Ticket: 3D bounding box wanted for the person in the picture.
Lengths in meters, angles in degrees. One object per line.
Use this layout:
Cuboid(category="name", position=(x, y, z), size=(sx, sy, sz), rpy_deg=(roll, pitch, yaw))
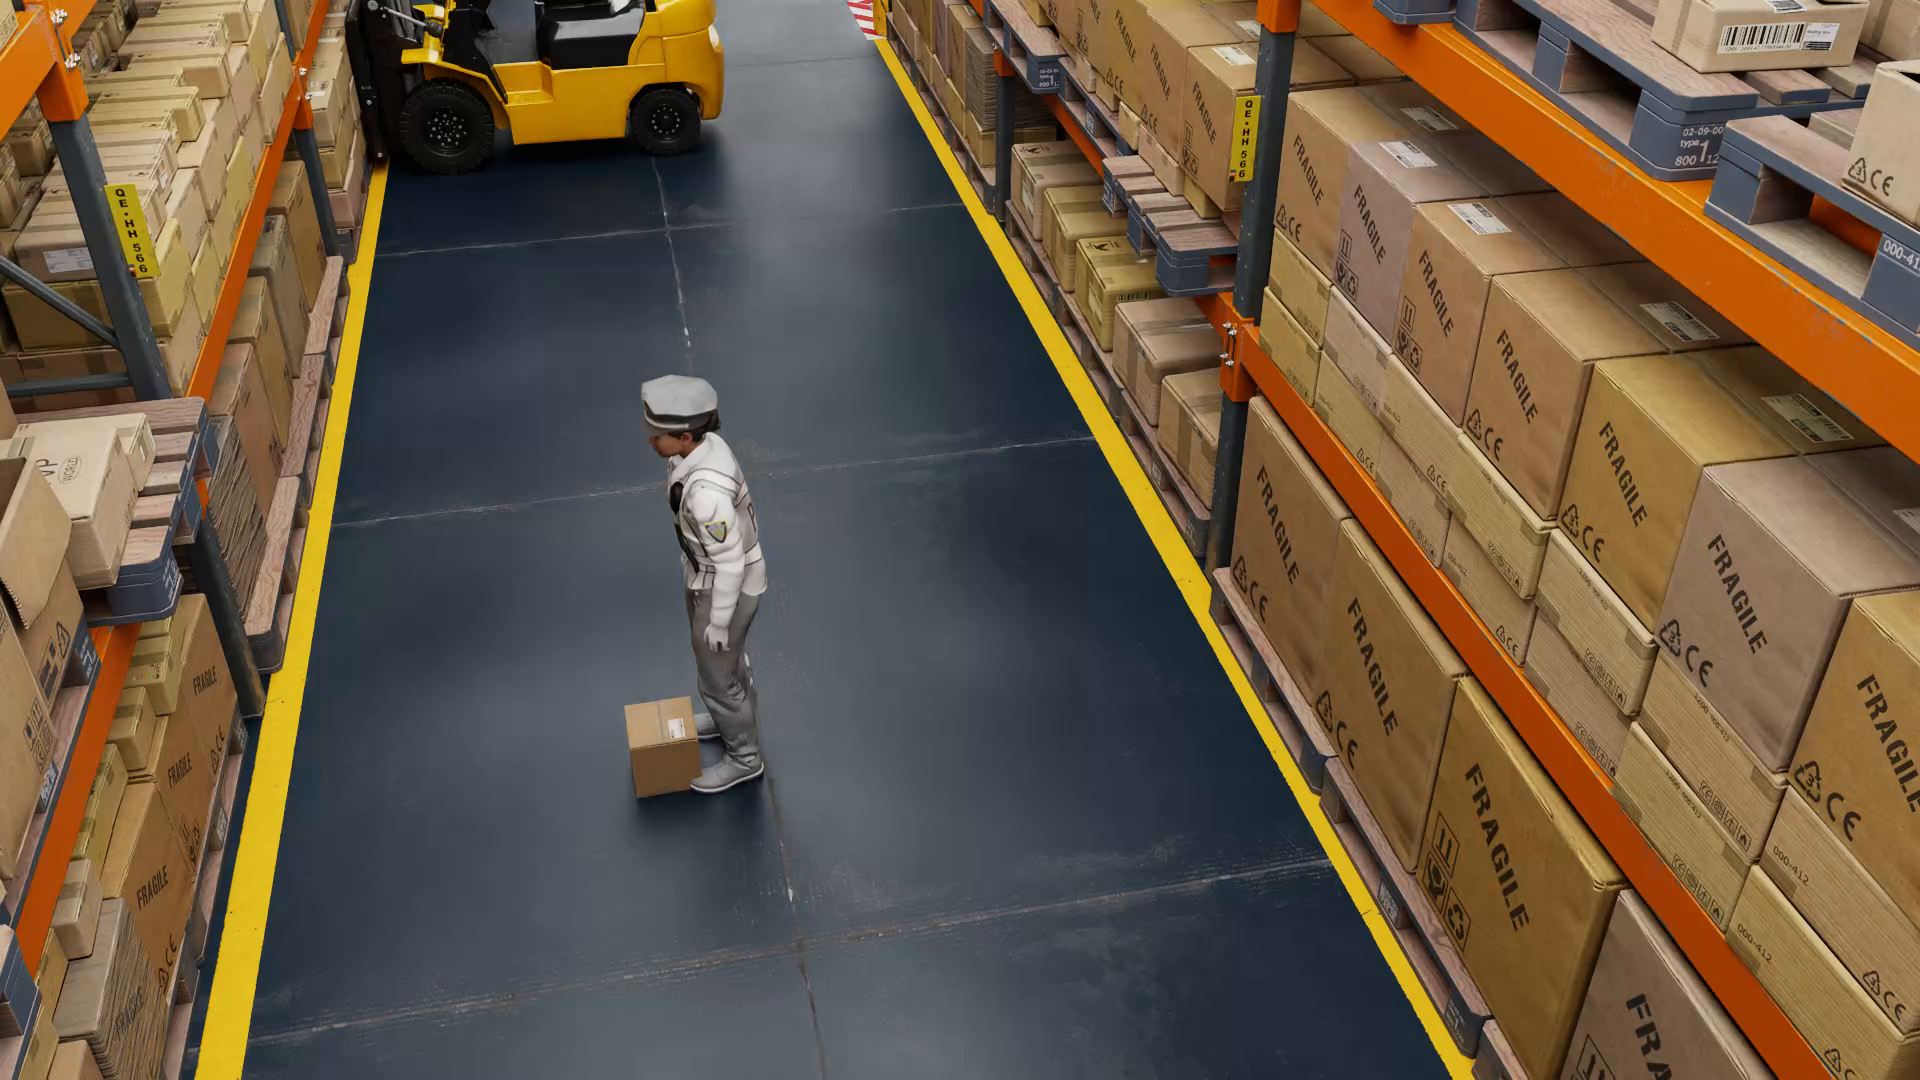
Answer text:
Cuboid(category="person", position=(-0.878, 0.165, 5.901), size=(0.375, 1.662, 0.542), rpy_deg=(-9, 36, -13))
